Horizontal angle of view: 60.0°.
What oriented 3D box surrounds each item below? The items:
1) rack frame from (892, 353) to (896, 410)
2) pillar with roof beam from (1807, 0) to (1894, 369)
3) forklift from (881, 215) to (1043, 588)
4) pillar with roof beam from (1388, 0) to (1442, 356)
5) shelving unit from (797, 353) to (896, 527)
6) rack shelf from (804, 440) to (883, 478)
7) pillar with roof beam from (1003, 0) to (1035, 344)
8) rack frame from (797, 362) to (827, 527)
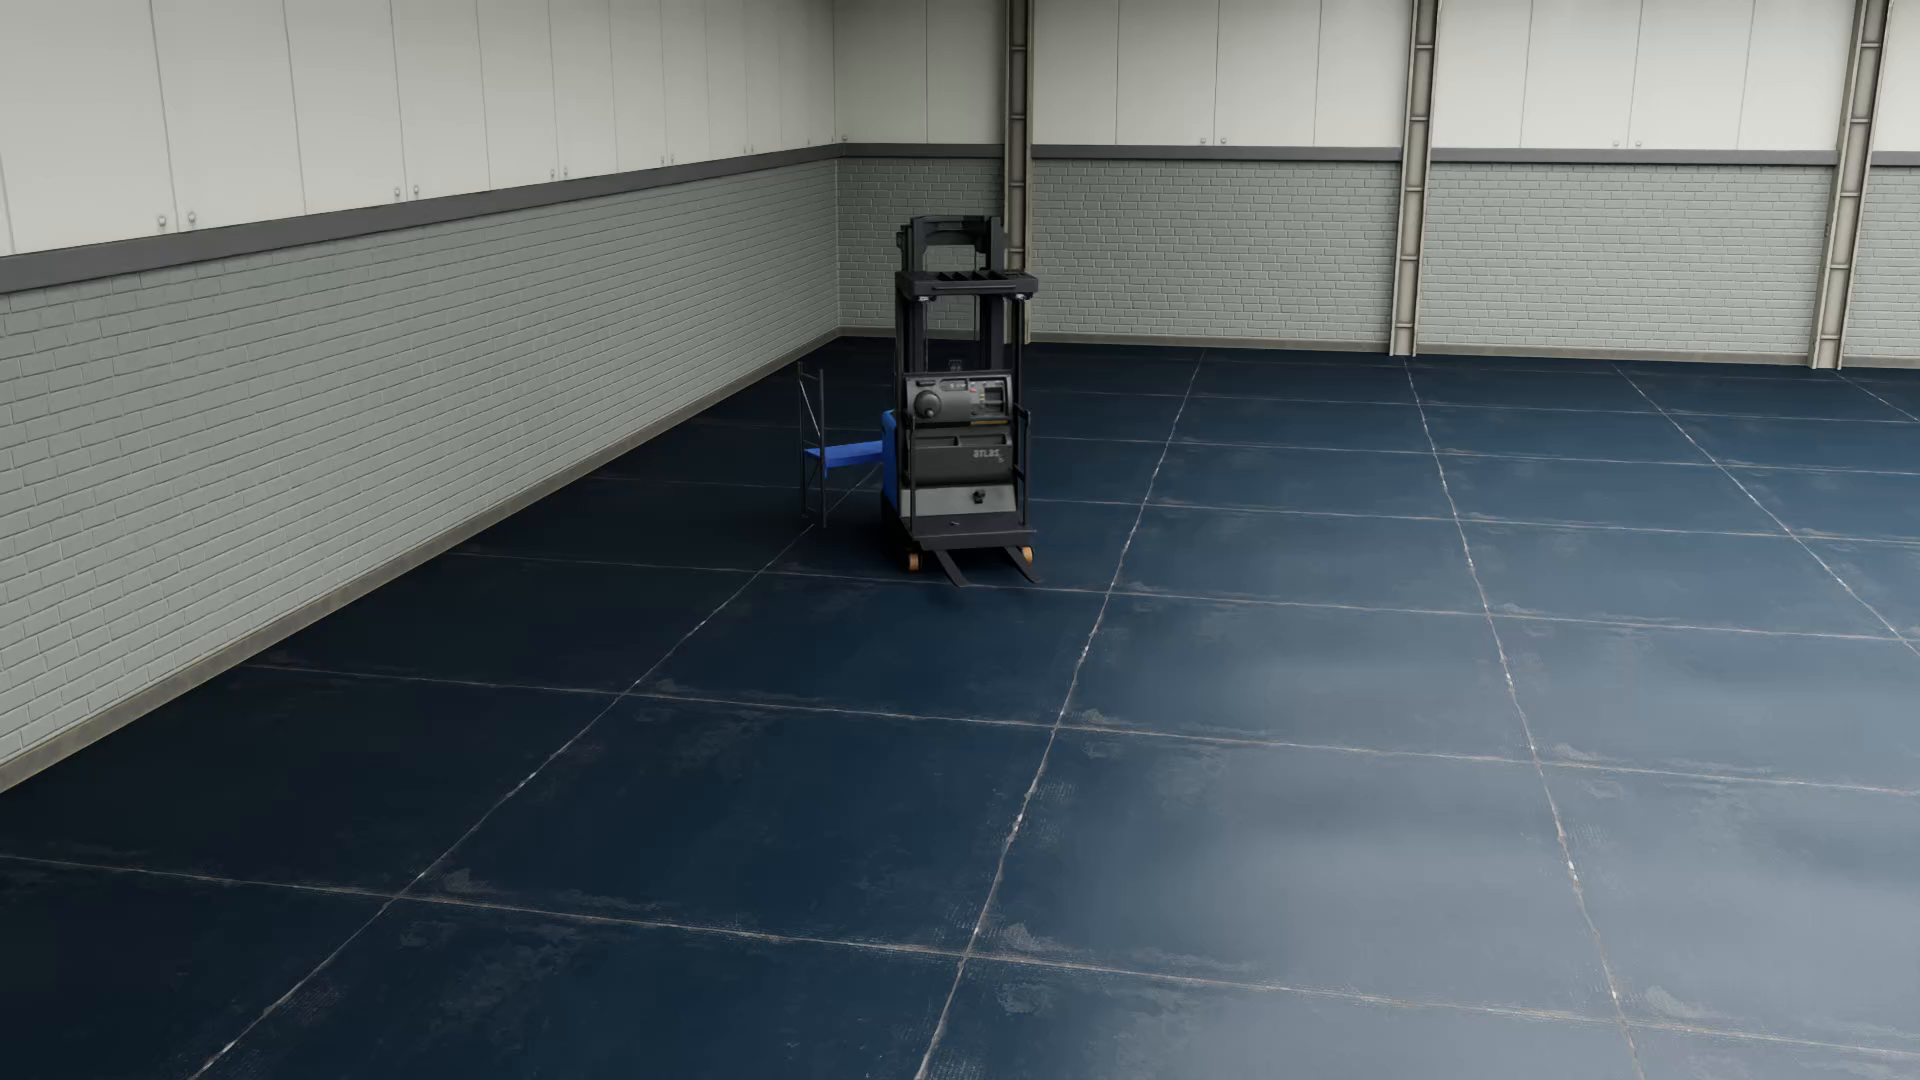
[{"bbox_3d":[-0.522,-1.038,16.189,0.032,1.500,0.500,-9,18,-29],"label":"rack frame"},{"bbox_3d":[11.816,-5.746,19.137,0.400,9.000,9.100,3,16,11],"label":"pillar with roof beam"},{"bbox_3d":[0.035,-1.243,14.247,1.130,2.935,3.031,-3,16,-10],"label":"forklift"},{"bbox_3d":[5.936,-6.065,20.289,0.400,9.000,9.100,3,16,11],"label":"pillar with roof beam"},{"bbox_3d":[-0.960,-0.970,15.941,1.048,1.500,0.538,-9,18,-29],"label":"shelving unit"},{"bbox_3d":[-0.960,-0.796,15.989,1.000,0.185,0.538,-9,18,-29],"label":"rack shelf"},{"bbox_3d":[0.056,-6.384,21.441,0.400,9.000,9.100,3,16,11],"label":"pillar with roof beam"},{"bbox_3d":[-1.399,-0.901,15.693,0.032,1.500,0.500,-9,18,-29],"label":"rack frame"}]
